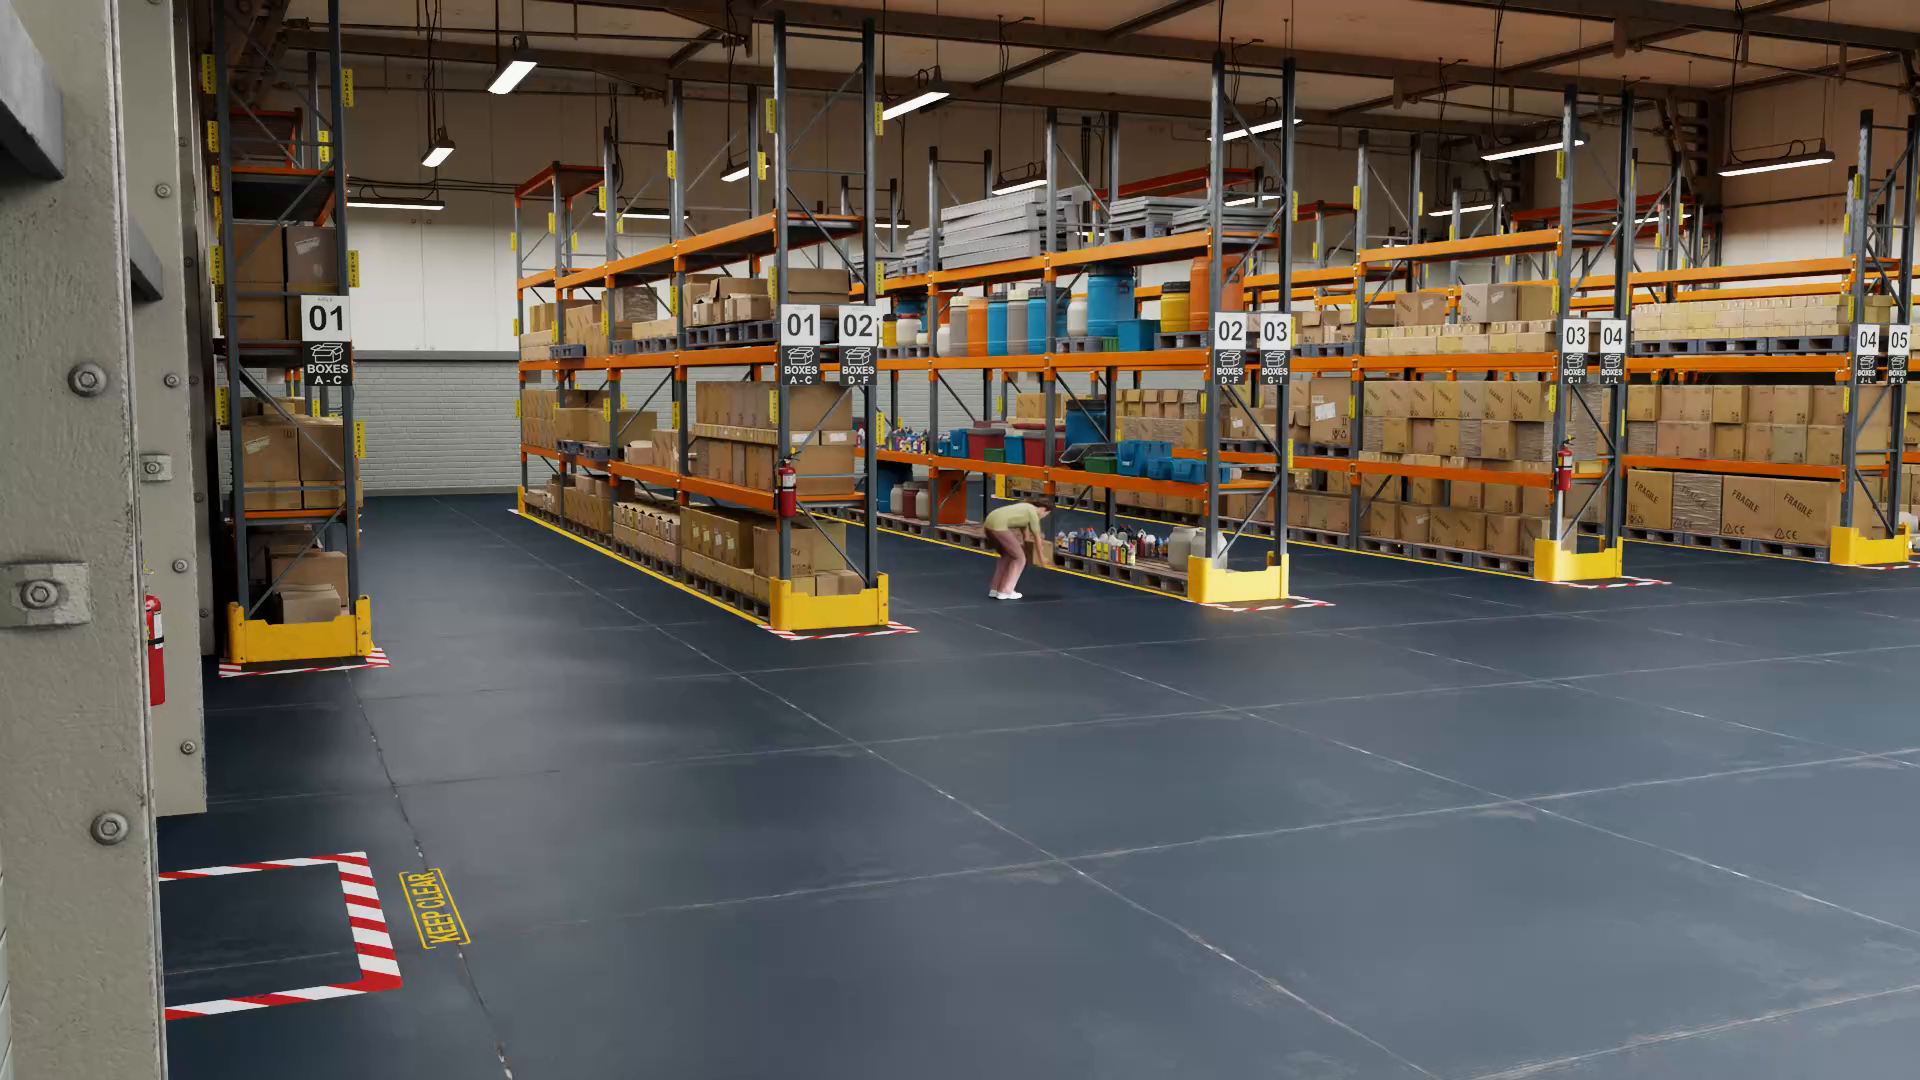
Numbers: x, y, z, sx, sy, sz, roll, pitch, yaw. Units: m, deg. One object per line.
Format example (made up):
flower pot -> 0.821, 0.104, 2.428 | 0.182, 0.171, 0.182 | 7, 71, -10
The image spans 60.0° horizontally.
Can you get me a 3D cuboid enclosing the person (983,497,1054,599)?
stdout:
person -> 0.681, 0.086, 18.936 | 0.854, 1.131, 0.447 | -3, 6, -26
